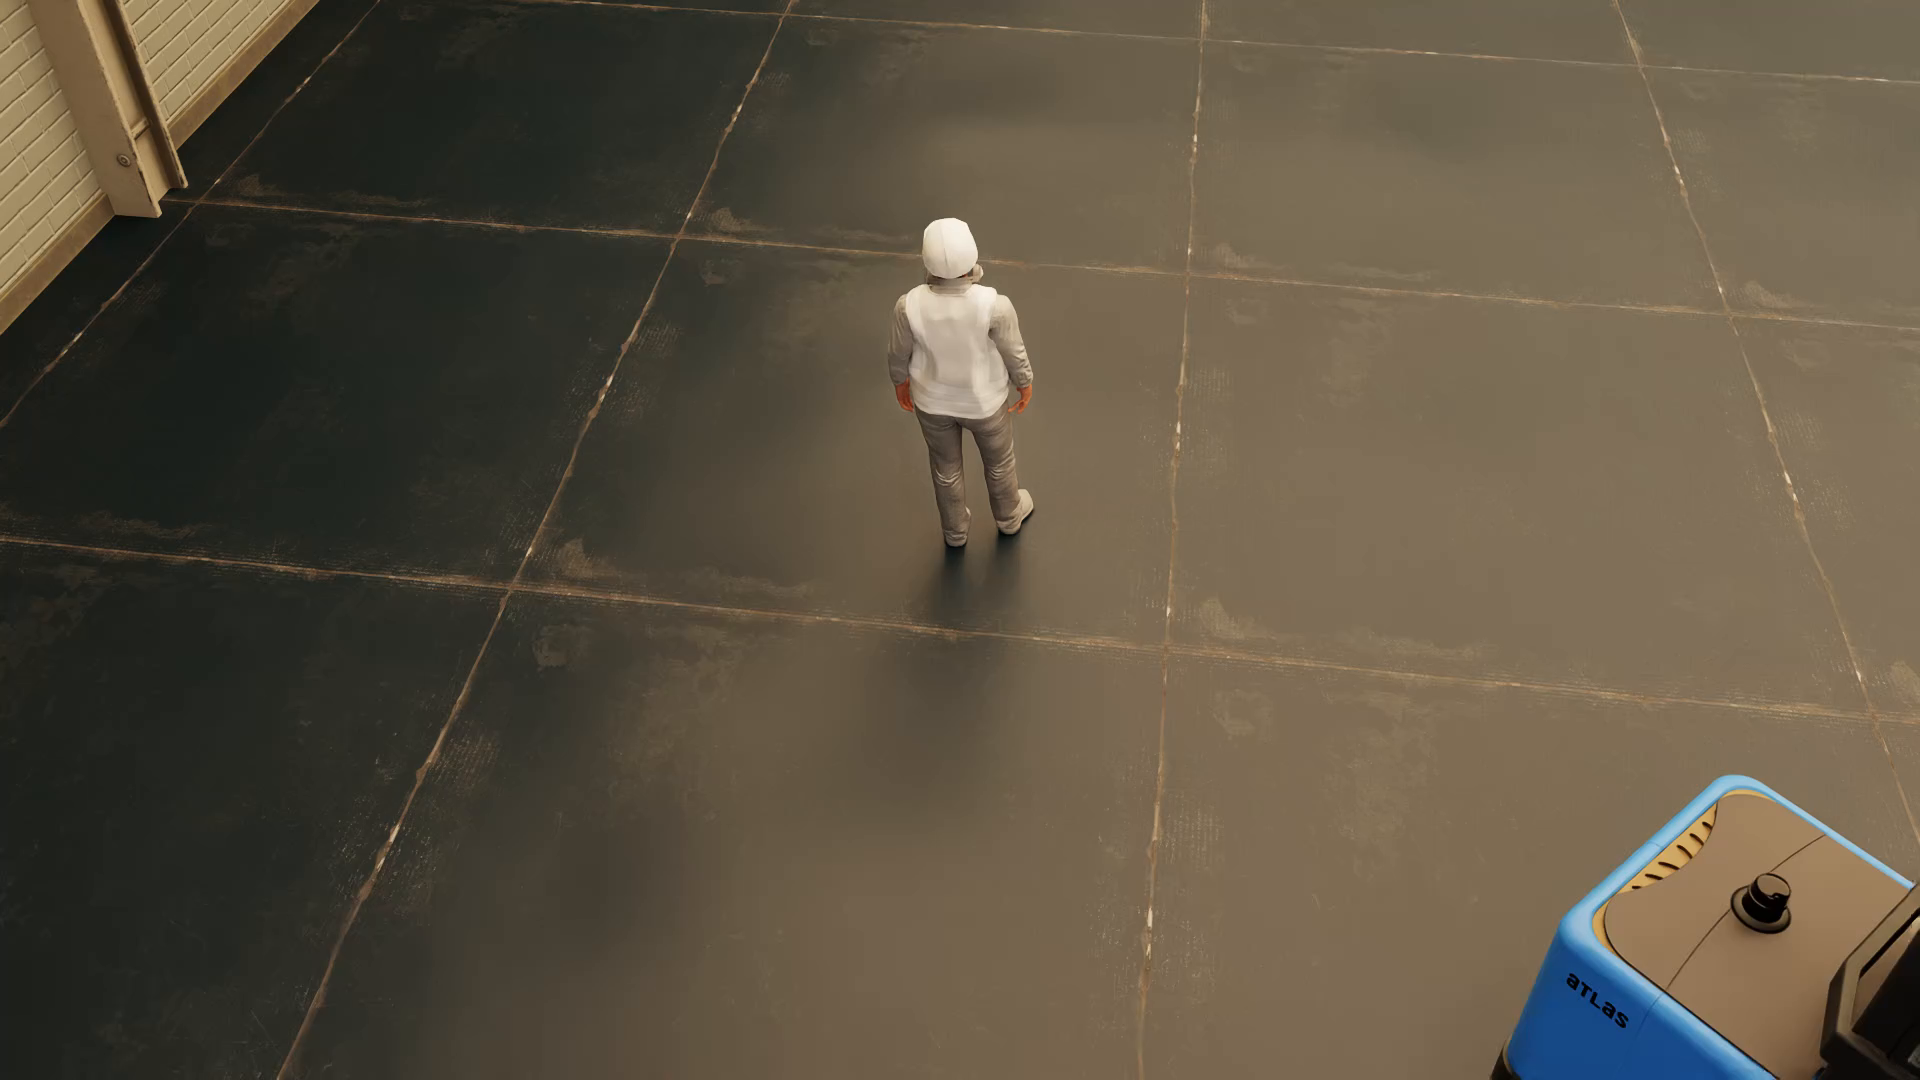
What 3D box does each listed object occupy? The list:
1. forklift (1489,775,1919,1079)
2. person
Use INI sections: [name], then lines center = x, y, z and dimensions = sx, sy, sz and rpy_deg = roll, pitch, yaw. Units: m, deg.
[forklift]
center = 3.136, 1.437, 4.160
dimensions = 1.130, 2.935, 3.031
rpy_deg = -29, 50, -28
[person]
center = 0.016, -0.700, 7.331
dimensions = 0.633, 1.775, 0.566
rpy_deg = 5, 43, 6
